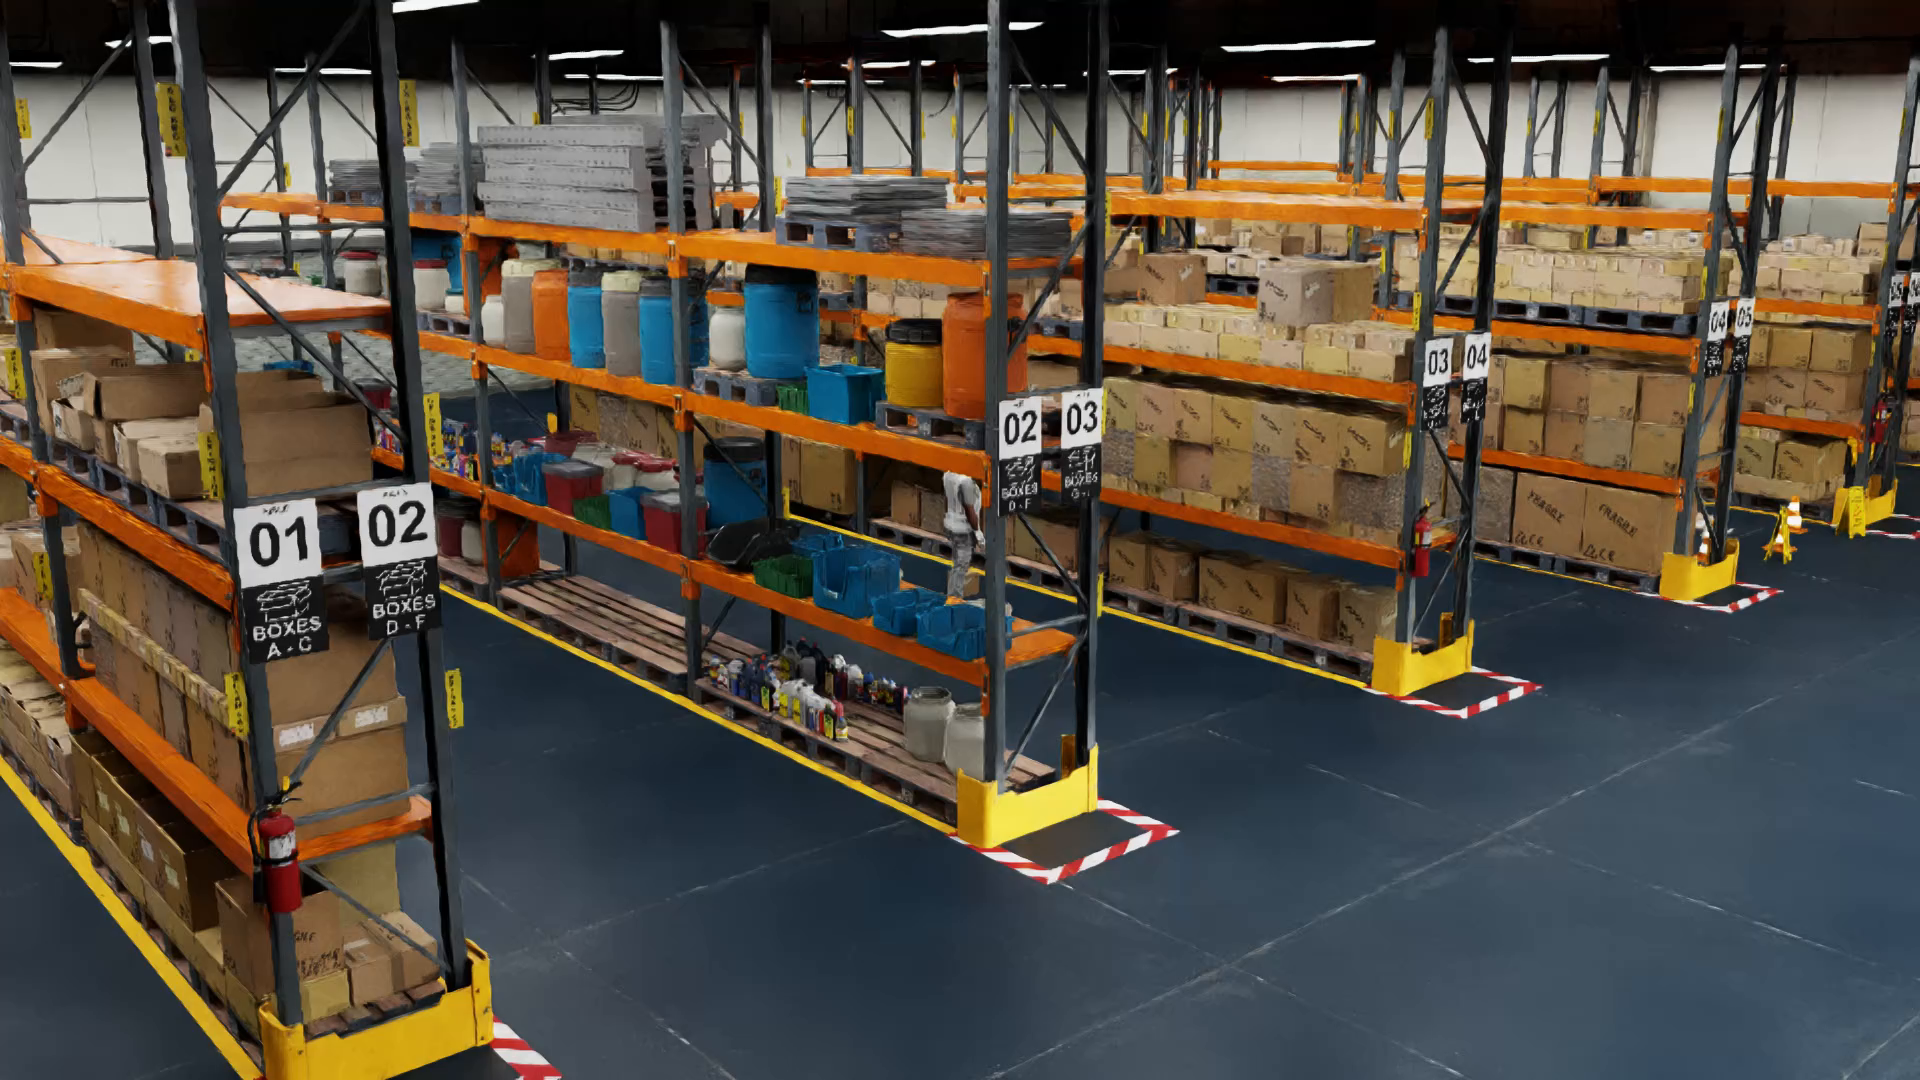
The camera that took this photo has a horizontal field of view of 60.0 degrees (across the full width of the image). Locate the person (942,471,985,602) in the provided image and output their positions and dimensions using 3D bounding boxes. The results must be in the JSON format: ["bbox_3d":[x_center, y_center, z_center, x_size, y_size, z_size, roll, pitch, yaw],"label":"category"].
[{"bbox_3d":[0.024,-0.109,17.315,0.378,1.781,0.594,-5,15,-20],"label":"person"}]
